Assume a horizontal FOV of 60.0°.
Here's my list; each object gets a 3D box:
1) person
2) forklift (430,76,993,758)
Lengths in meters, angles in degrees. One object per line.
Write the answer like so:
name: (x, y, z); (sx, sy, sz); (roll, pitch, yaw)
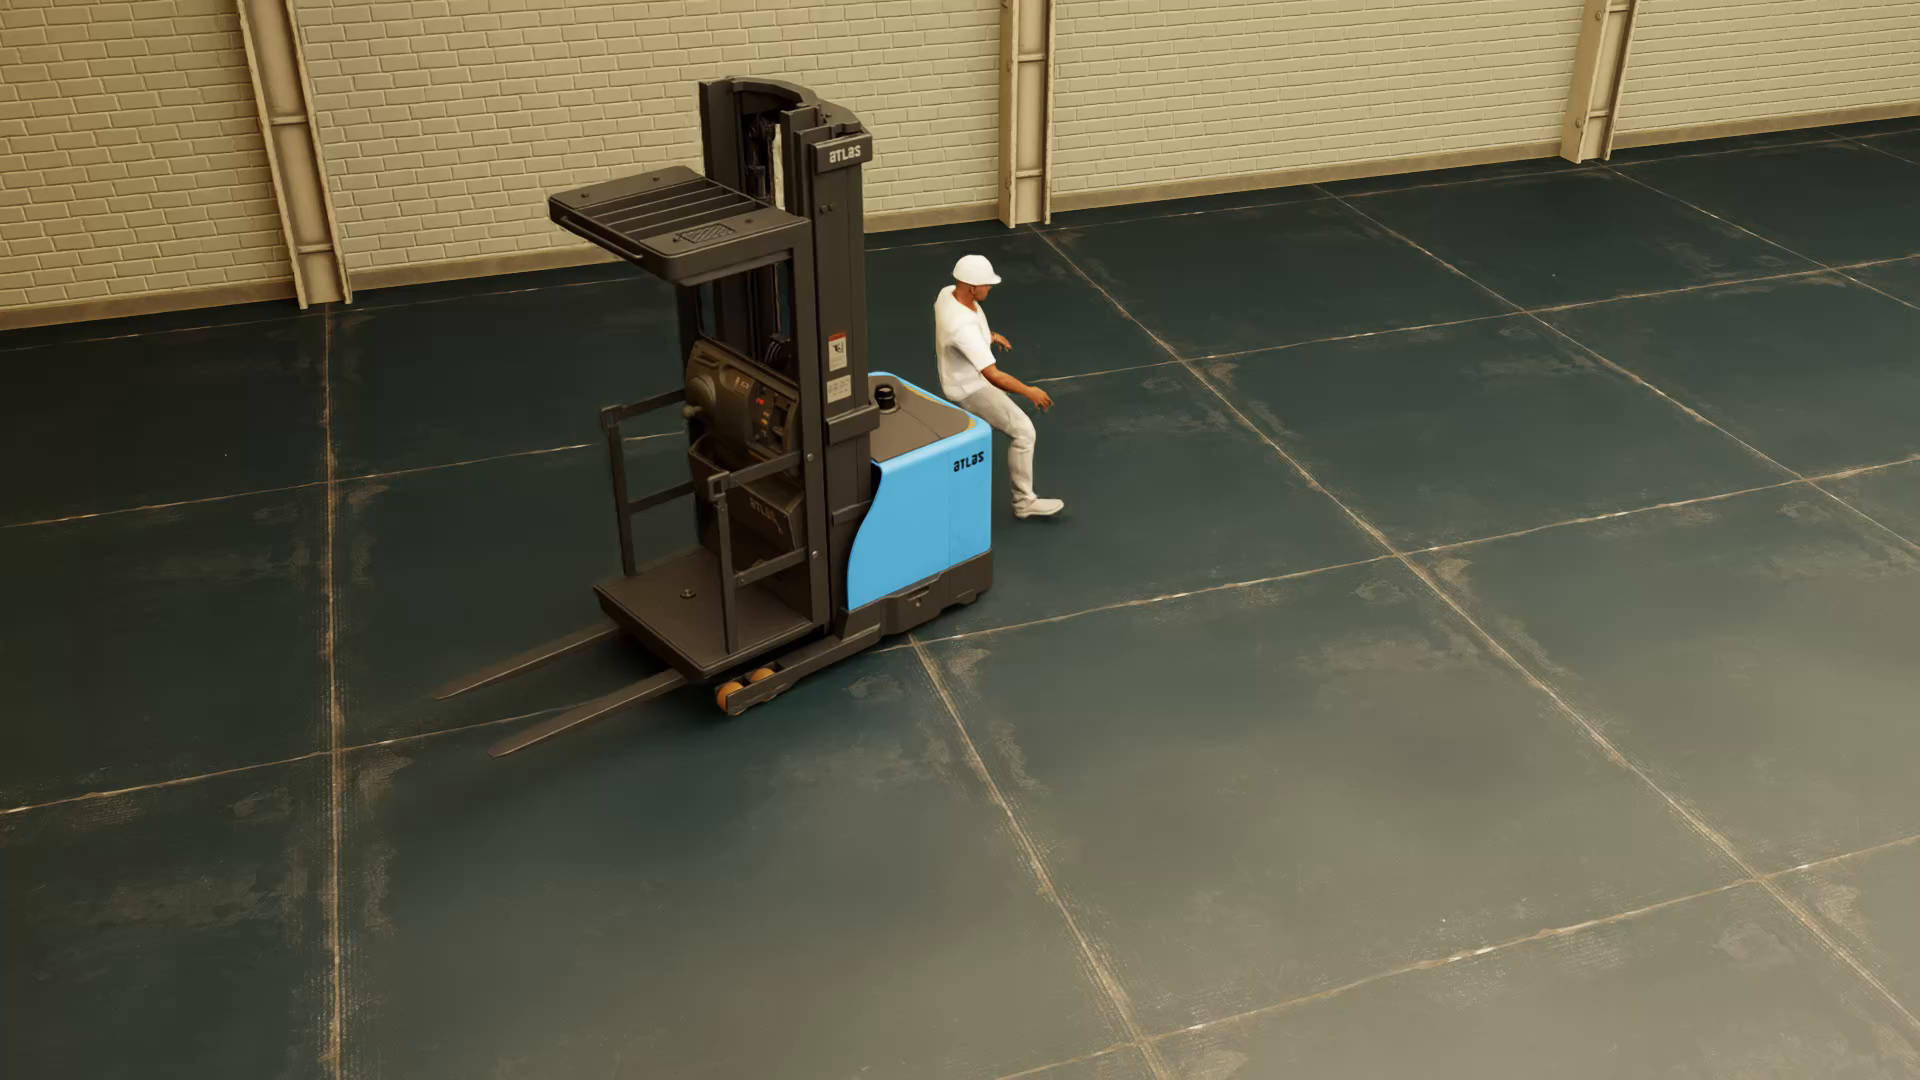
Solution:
person: (0.221, -1.001, 10.120); (0.732, 1.580, 0.881); (-4, 30, -7)
forklift: (-1.261, -0.673, 8.256); (3.031, 2.935, 1.130); (-23, 37, -34)
